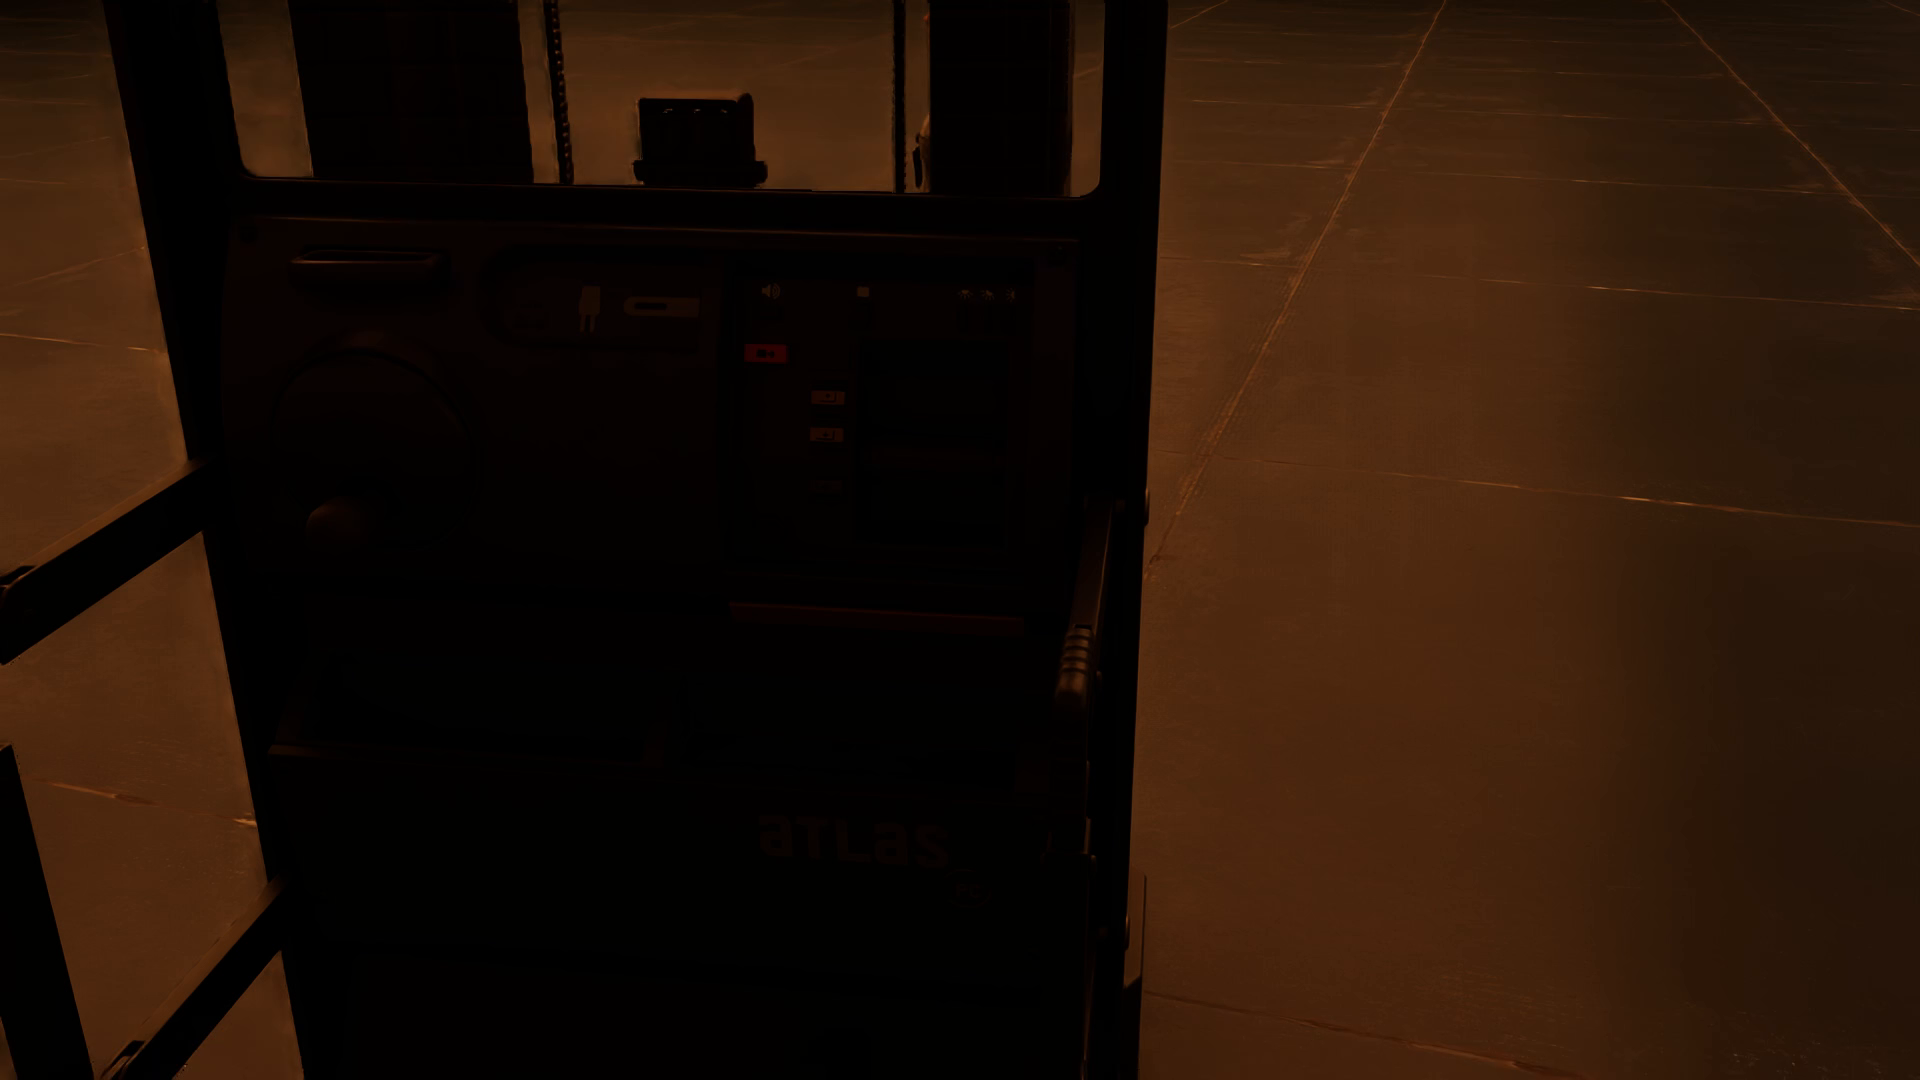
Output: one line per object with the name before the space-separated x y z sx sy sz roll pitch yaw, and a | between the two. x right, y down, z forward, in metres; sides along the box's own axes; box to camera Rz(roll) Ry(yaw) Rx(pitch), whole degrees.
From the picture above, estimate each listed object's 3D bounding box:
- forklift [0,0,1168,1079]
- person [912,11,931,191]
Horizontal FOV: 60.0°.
forklift | -0.367 -0.125 1.582 1.130 2.935 3.031 3 23 7
person | -0.074 -0.795 4.833 0.532 1.673 0.550 7 23 16
